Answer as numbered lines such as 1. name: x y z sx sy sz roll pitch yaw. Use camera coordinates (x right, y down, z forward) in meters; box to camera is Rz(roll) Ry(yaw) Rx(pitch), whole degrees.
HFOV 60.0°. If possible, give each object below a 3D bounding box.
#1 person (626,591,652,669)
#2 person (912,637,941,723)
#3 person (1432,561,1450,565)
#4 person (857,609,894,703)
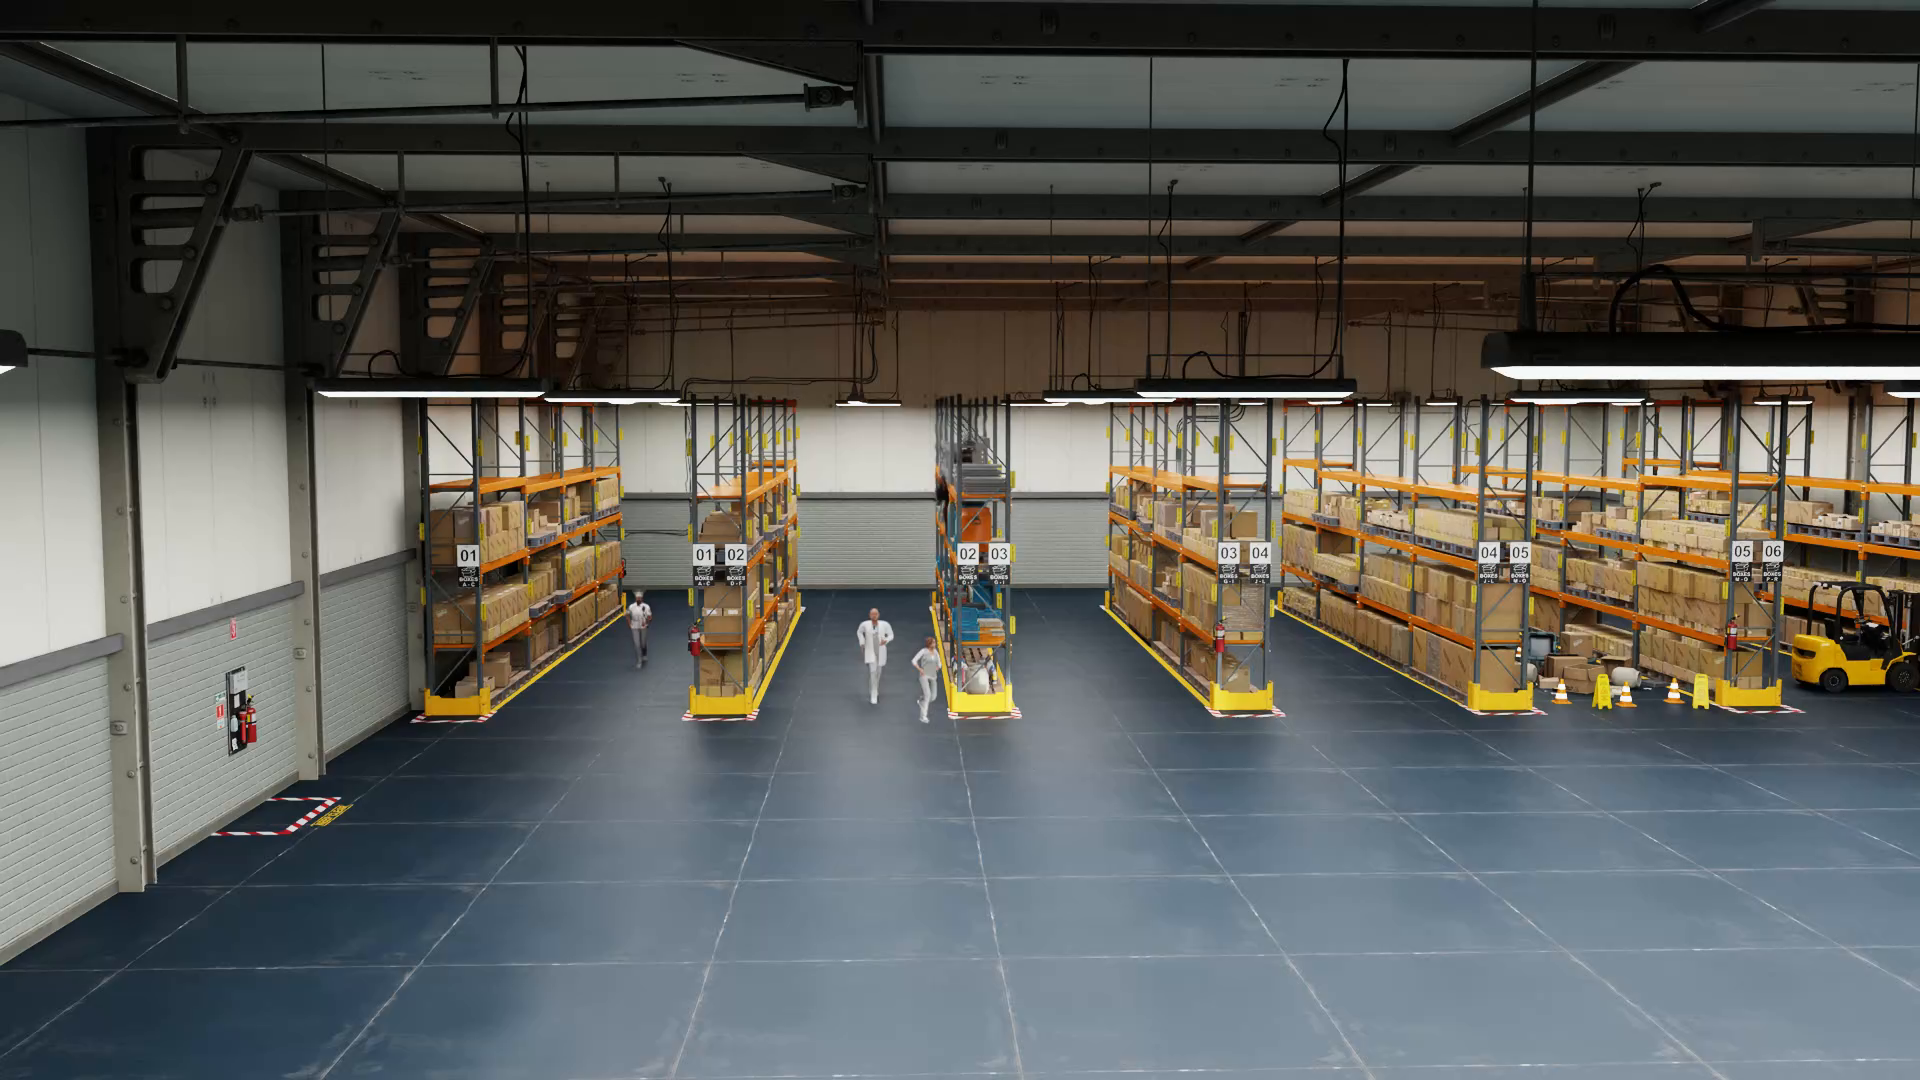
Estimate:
1. person: -7.139 1.979 37.006 0.585 1.690 0.727 -1 5 -8
2. person: -0.598 2.557 30.754 0.568 1.555 0.698 -3 5 -34
3. person: 14.330 0.960 49.293 0.856 1.773 0.692 1 5 11
4. person: -1.662 2.250 32.804 0.695 1.829 0.895 -1 5 -11
